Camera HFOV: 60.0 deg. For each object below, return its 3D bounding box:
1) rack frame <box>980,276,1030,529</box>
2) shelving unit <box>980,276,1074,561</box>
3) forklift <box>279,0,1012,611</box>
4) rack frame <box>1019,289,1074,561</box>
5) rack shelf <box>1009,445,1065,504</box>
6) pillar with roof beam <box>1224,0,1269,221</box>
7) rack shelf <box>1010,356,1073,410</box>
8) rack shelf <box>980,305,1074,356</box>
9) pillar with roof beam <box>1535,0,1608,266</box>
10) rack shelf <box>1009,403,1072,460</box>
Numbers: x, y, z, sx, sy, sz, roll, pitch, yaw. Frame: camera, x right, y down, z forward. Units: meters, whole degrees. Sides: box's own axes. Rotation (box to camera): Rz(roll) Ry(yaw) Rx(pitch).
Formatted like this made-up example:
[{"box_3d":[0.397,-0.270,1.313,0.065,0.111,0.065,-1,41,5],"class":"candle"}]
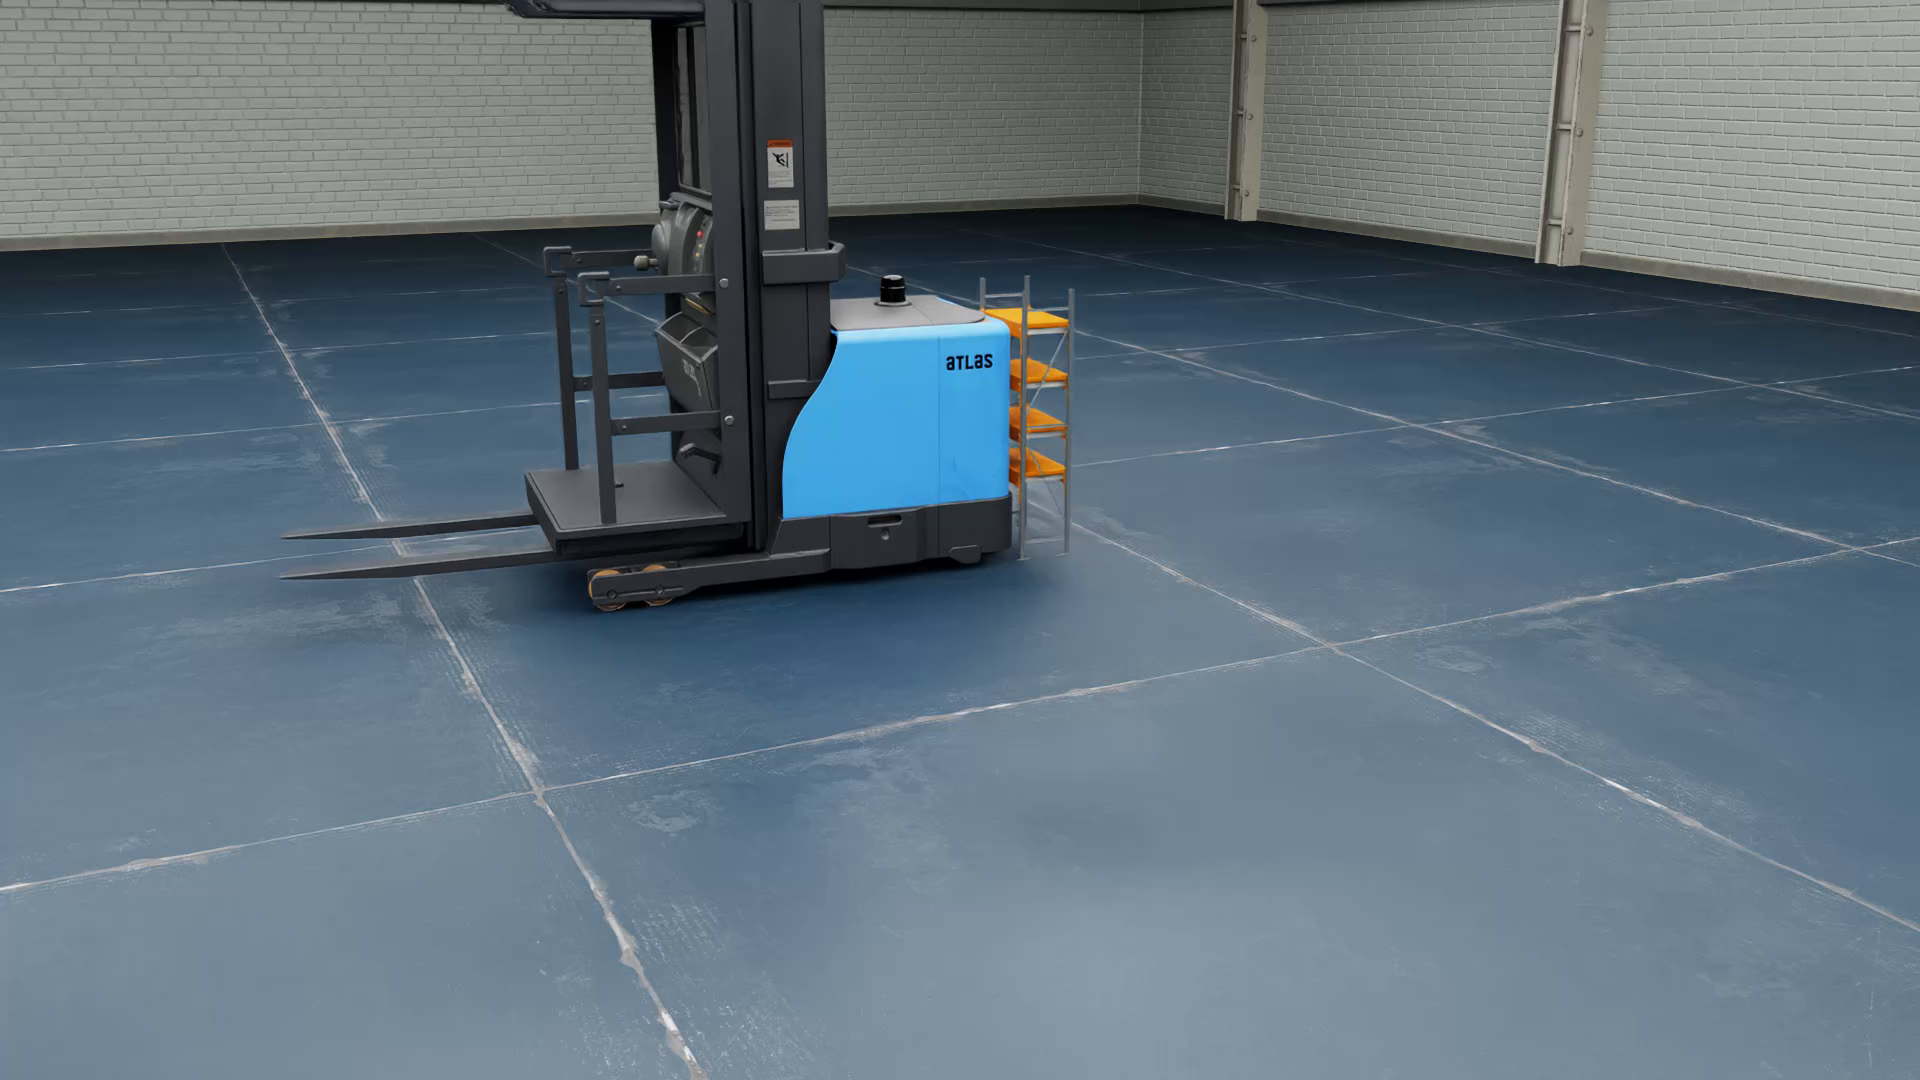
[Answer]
[{"box_3d":[0.204,-0.623,7.744,0.240,1.200,0.015,-6,17,-20],"class":"rack frame"},{"box_3d":[0.291,-0.560,7.526,0.258,1.200,0.503,-6,17,-20],"class":"shelving unit"},{"box_3d":[-1.341,-1.284,6.913,3.031,2.935,1.130,-6,17,-20],"class":"forklift"},{"box_3d":[0.379,-0.497,7.307,0.240,1.200,0.015,-6,17,-20],"class":"rack frame"},{"box_3d":[0.291,-0.304,7.599,0.258,0.148,0.480,-6,17,-20],"class":"rack shelf"},{"box_3d":[0.120,-8.351,20.536,9.100,9.000,0.400,-8,18,-25],"class":"pillar with roof beam"},{"box_3d":[0.291,-0.710,7.482,0.258,0.148,0.480,-6,17,-20],"class":"rack shelf"},{"box_3d":[0.292,-0.937,7.417,0.258,0.148,0.480,-6,17,-20],"class":"rack shelf"},{"box_3d":[2.748,-6.863,15.351,9.100,9.000,0.400,-8,18,-25],"class":"pillar with roof beam"},{"box_3d":[0.291,-0.495,7.544,0.258,0.148,0.480,-6,17,-20],"class":"rack shelf"}]
